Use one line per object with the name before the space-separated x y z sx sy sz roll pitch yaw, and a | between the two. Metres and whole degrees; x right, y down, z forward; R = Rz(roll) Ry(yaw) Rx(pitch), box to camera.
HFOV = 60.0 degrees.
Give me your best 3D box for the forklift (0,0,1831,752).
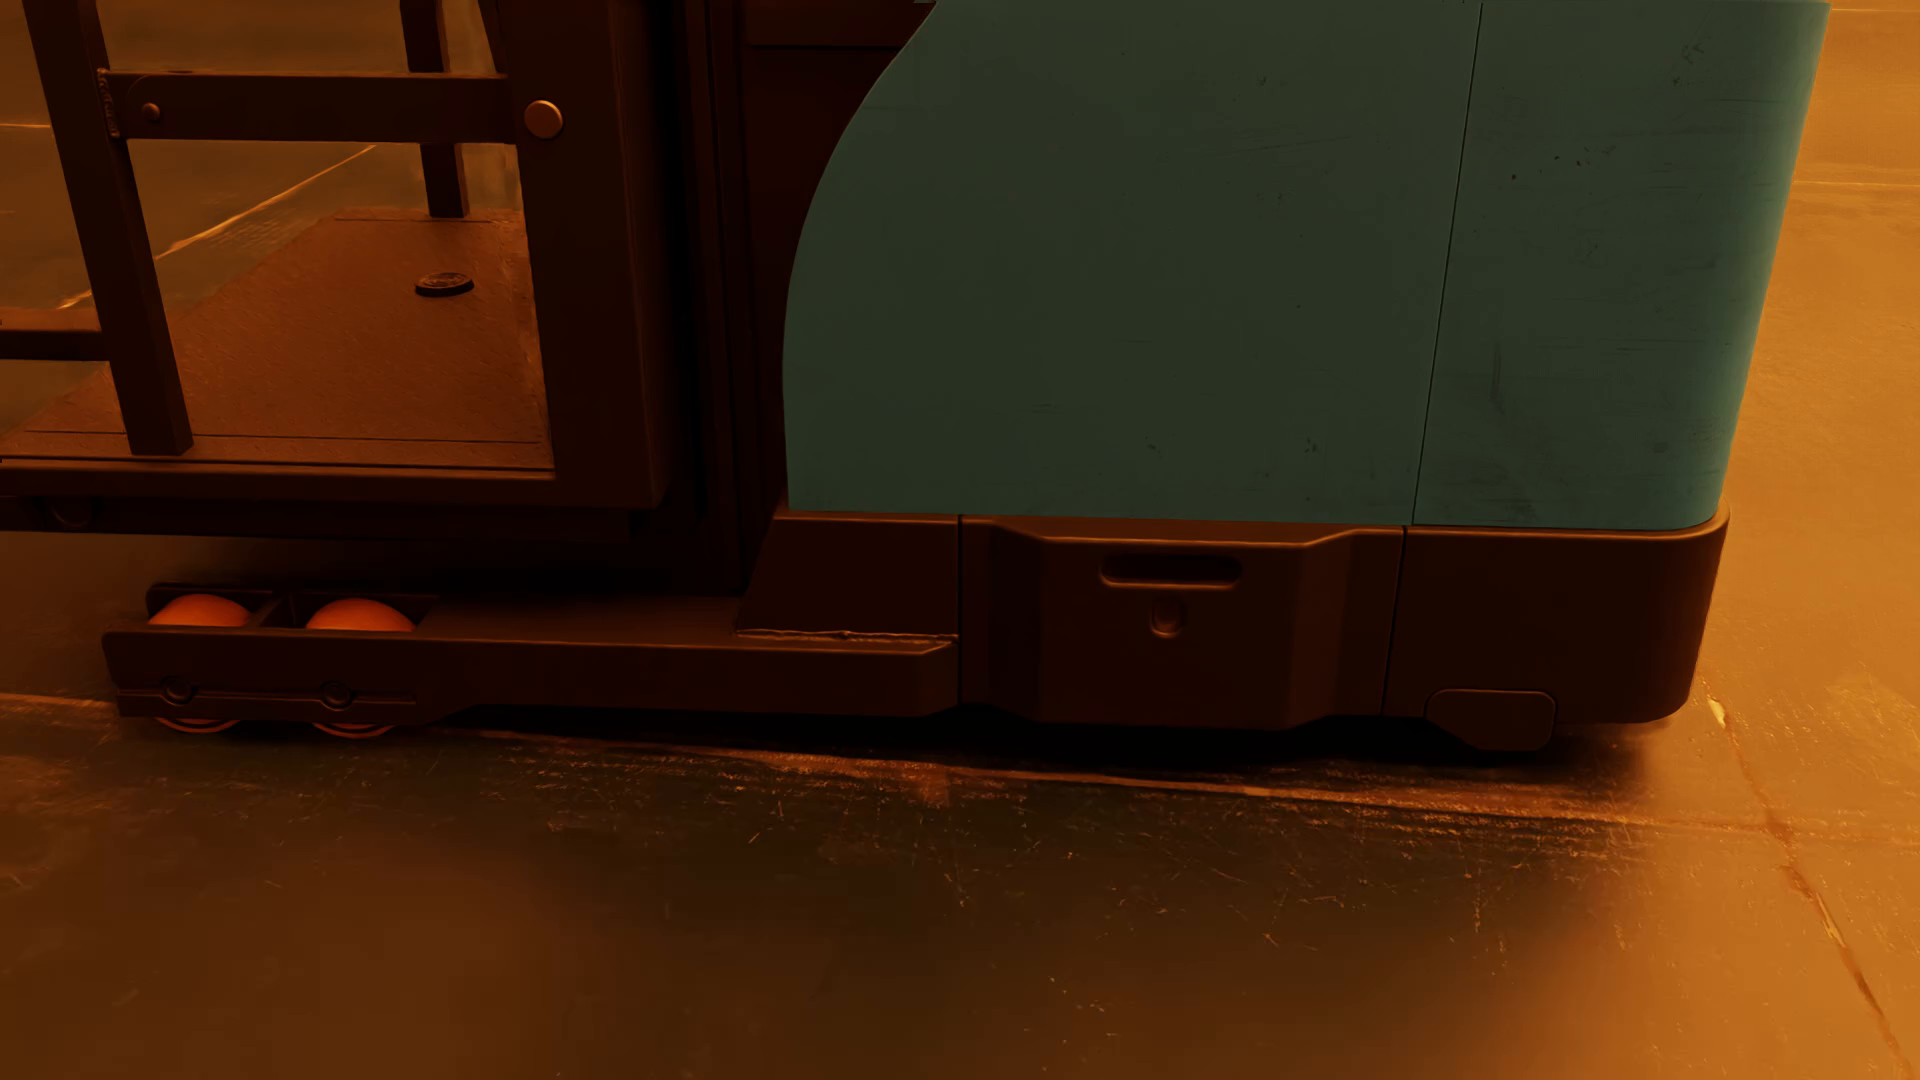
forklift | -0.616 -1.305 1.832 3.031 2.935 1.130 1 27 3
